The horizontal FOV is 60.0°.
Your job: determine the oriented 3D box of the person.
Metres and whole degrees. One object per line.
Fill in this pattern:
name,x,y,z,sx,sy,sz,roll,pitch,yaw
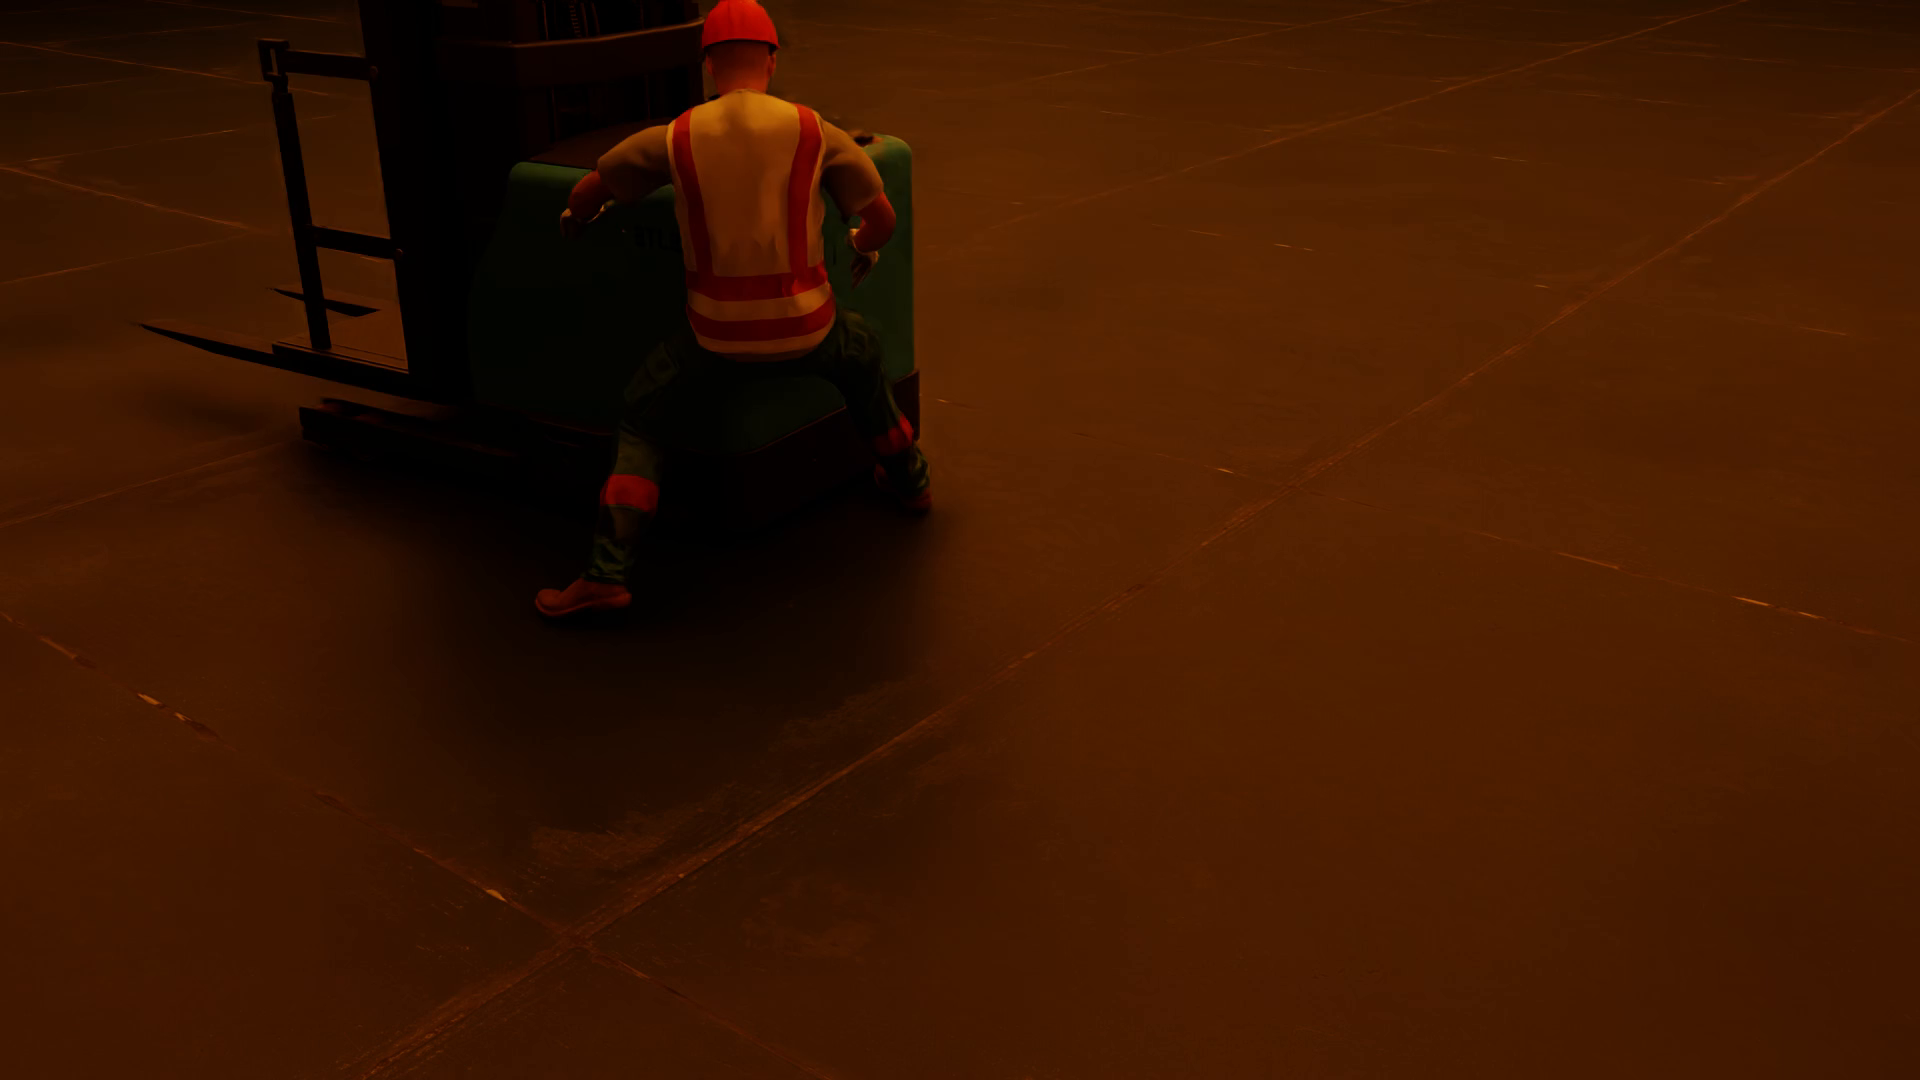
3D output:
person,-0.630,-0.693,4.632,1.159,1.589,1.003,-3,24,-6

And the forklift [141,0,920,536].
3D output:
forklift,-1.666,-1.774,5.422,3.031,2.935,1.130,13,27,28
